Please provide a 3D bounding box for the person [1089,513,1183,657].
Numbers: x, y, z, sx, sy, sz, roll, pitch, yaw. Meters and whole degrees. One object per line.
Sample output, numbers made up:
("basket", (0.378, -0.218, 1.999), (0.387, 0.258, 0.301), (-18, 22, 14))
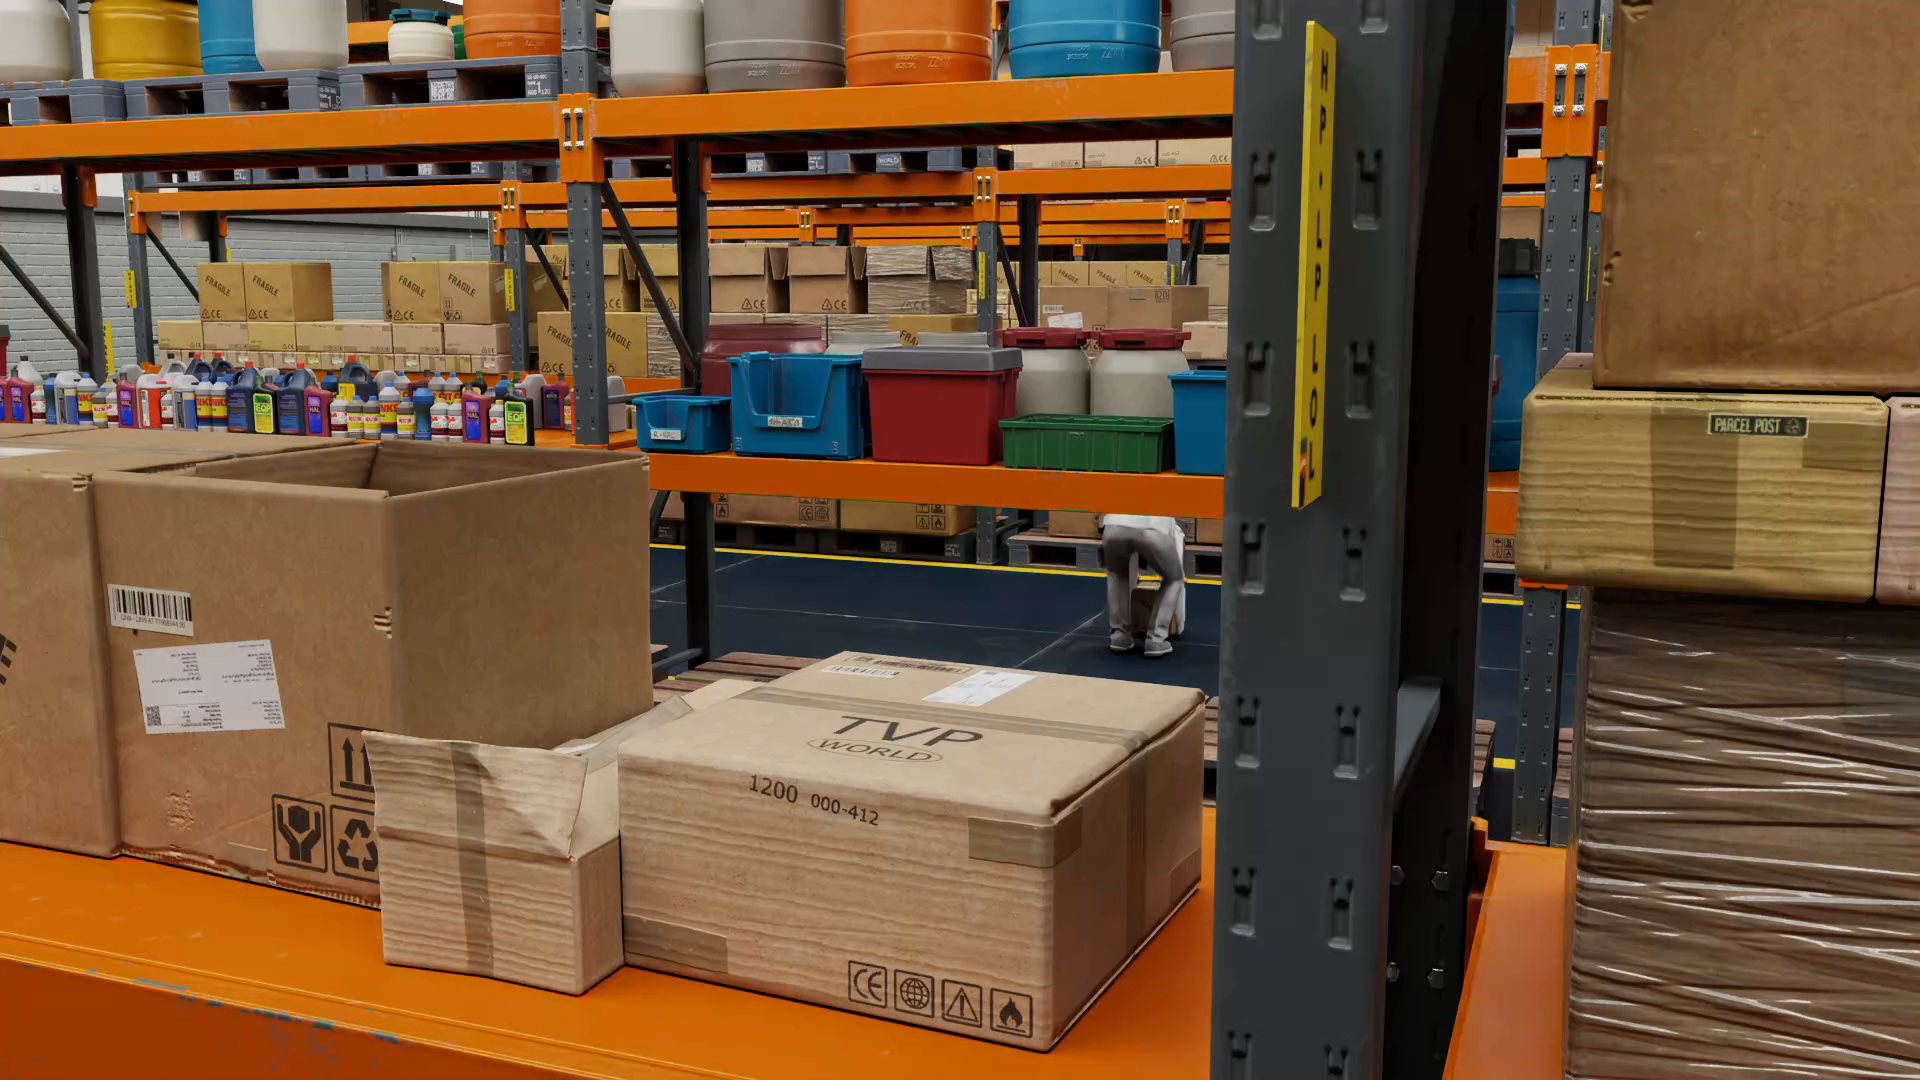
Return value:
("person", (0.957, -0.195, 9.111), (0.540, 1.661, 0.415), (3, 9, 18))
